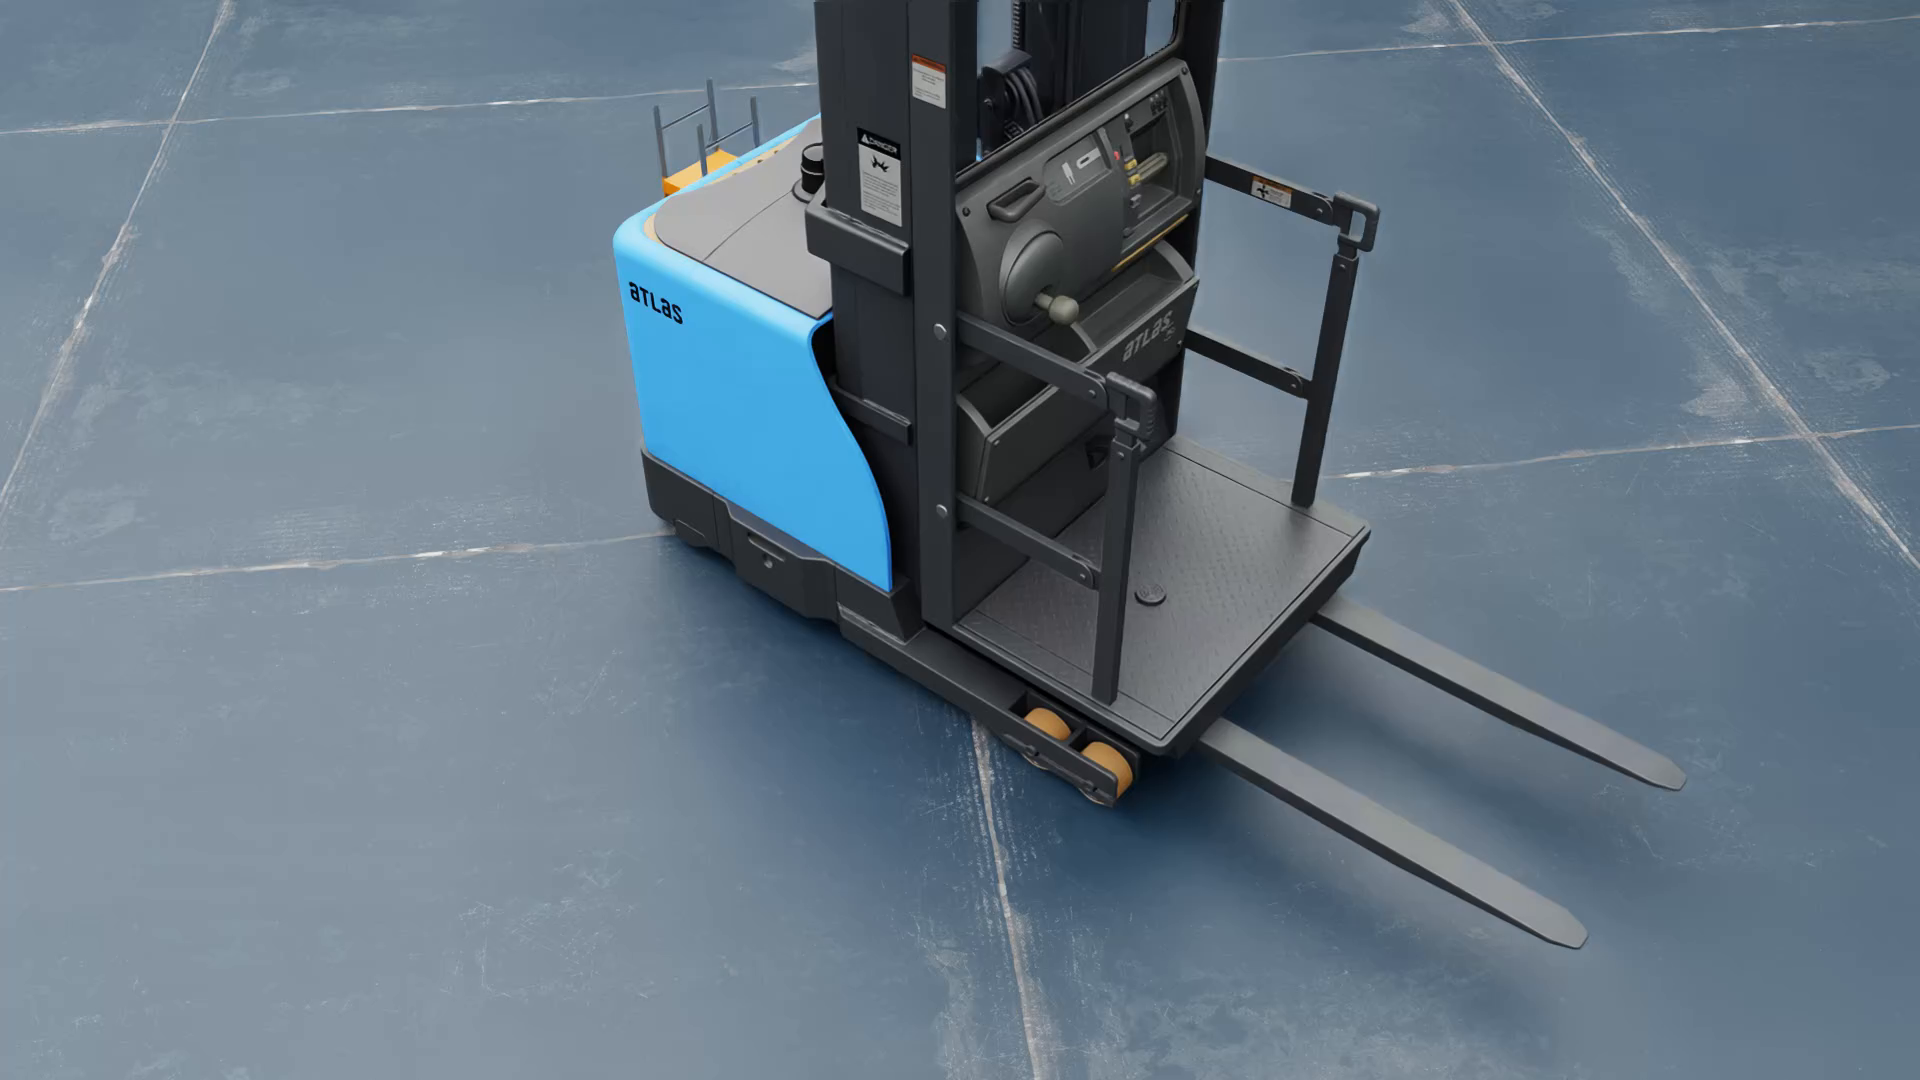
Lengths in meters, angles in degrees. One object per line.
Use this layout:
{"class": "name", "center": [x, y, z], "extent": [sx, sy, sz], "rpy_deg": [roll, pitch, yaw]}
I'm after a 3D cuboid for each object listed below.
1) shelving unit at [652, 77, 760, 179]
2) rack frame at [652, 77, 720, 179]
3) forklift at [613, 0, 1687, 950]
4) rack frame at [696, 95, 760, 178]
{"class": "shelving unit", "center": [-0.752, -0.845, 5.291], "extent": [0.189, 1.200, 0.258], "rpy_deg": [29, 49, 28]}
{"class": "rack frame", "center": [-0.823, -0.884, 5.334], "extent": [0.006, 1.200, 0.240], "rpy_deg": [29, 49, 28]}
{"class": "forklift", "center": [0.476, -0.752, 3.962], "extent": [3.031, 2.843, 1.129], "rpy_deg": [29, 49, 28]}
{"class": "rack frame", "center": [-0.681, -0.806, 5.248], "extent": [0.006, 1.200, 0.240], "rpy_deg": [29, 49, 28]}
